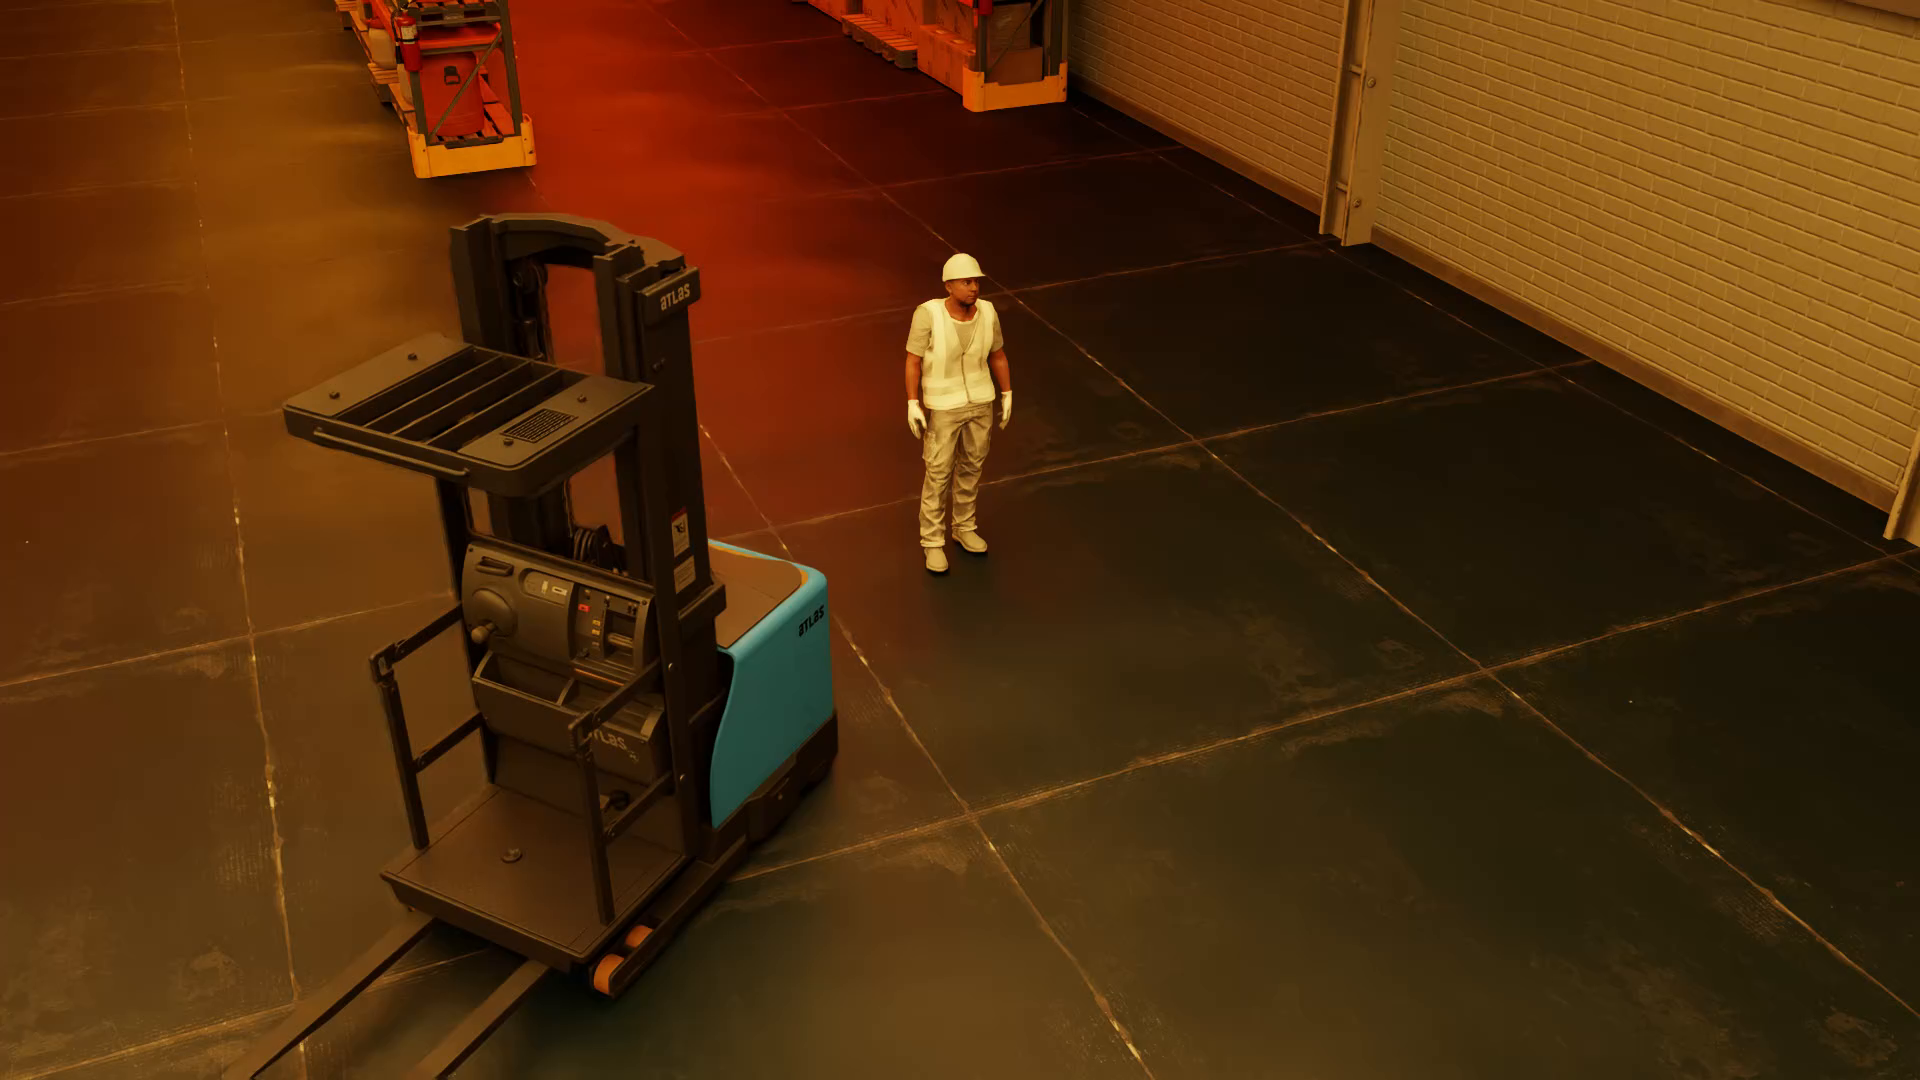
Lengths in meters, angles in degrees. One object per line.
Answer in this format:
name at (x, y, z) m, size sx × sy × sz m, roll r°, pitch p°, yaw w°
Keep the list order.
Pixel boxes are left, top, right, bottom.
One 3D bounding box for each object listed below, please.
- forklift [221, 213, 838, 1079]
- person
forklift at (-1.728, 0.338, 6.529) m, size 1.130 × 2.935 × 3.031 m, roll 15°, pitch 33°, yaw 24°
person at (0.021, -0.746, 9.566) m, size 0.657 × 1.785 × 0.575 m, roll -12°, pitch 32°, yaw -20°
